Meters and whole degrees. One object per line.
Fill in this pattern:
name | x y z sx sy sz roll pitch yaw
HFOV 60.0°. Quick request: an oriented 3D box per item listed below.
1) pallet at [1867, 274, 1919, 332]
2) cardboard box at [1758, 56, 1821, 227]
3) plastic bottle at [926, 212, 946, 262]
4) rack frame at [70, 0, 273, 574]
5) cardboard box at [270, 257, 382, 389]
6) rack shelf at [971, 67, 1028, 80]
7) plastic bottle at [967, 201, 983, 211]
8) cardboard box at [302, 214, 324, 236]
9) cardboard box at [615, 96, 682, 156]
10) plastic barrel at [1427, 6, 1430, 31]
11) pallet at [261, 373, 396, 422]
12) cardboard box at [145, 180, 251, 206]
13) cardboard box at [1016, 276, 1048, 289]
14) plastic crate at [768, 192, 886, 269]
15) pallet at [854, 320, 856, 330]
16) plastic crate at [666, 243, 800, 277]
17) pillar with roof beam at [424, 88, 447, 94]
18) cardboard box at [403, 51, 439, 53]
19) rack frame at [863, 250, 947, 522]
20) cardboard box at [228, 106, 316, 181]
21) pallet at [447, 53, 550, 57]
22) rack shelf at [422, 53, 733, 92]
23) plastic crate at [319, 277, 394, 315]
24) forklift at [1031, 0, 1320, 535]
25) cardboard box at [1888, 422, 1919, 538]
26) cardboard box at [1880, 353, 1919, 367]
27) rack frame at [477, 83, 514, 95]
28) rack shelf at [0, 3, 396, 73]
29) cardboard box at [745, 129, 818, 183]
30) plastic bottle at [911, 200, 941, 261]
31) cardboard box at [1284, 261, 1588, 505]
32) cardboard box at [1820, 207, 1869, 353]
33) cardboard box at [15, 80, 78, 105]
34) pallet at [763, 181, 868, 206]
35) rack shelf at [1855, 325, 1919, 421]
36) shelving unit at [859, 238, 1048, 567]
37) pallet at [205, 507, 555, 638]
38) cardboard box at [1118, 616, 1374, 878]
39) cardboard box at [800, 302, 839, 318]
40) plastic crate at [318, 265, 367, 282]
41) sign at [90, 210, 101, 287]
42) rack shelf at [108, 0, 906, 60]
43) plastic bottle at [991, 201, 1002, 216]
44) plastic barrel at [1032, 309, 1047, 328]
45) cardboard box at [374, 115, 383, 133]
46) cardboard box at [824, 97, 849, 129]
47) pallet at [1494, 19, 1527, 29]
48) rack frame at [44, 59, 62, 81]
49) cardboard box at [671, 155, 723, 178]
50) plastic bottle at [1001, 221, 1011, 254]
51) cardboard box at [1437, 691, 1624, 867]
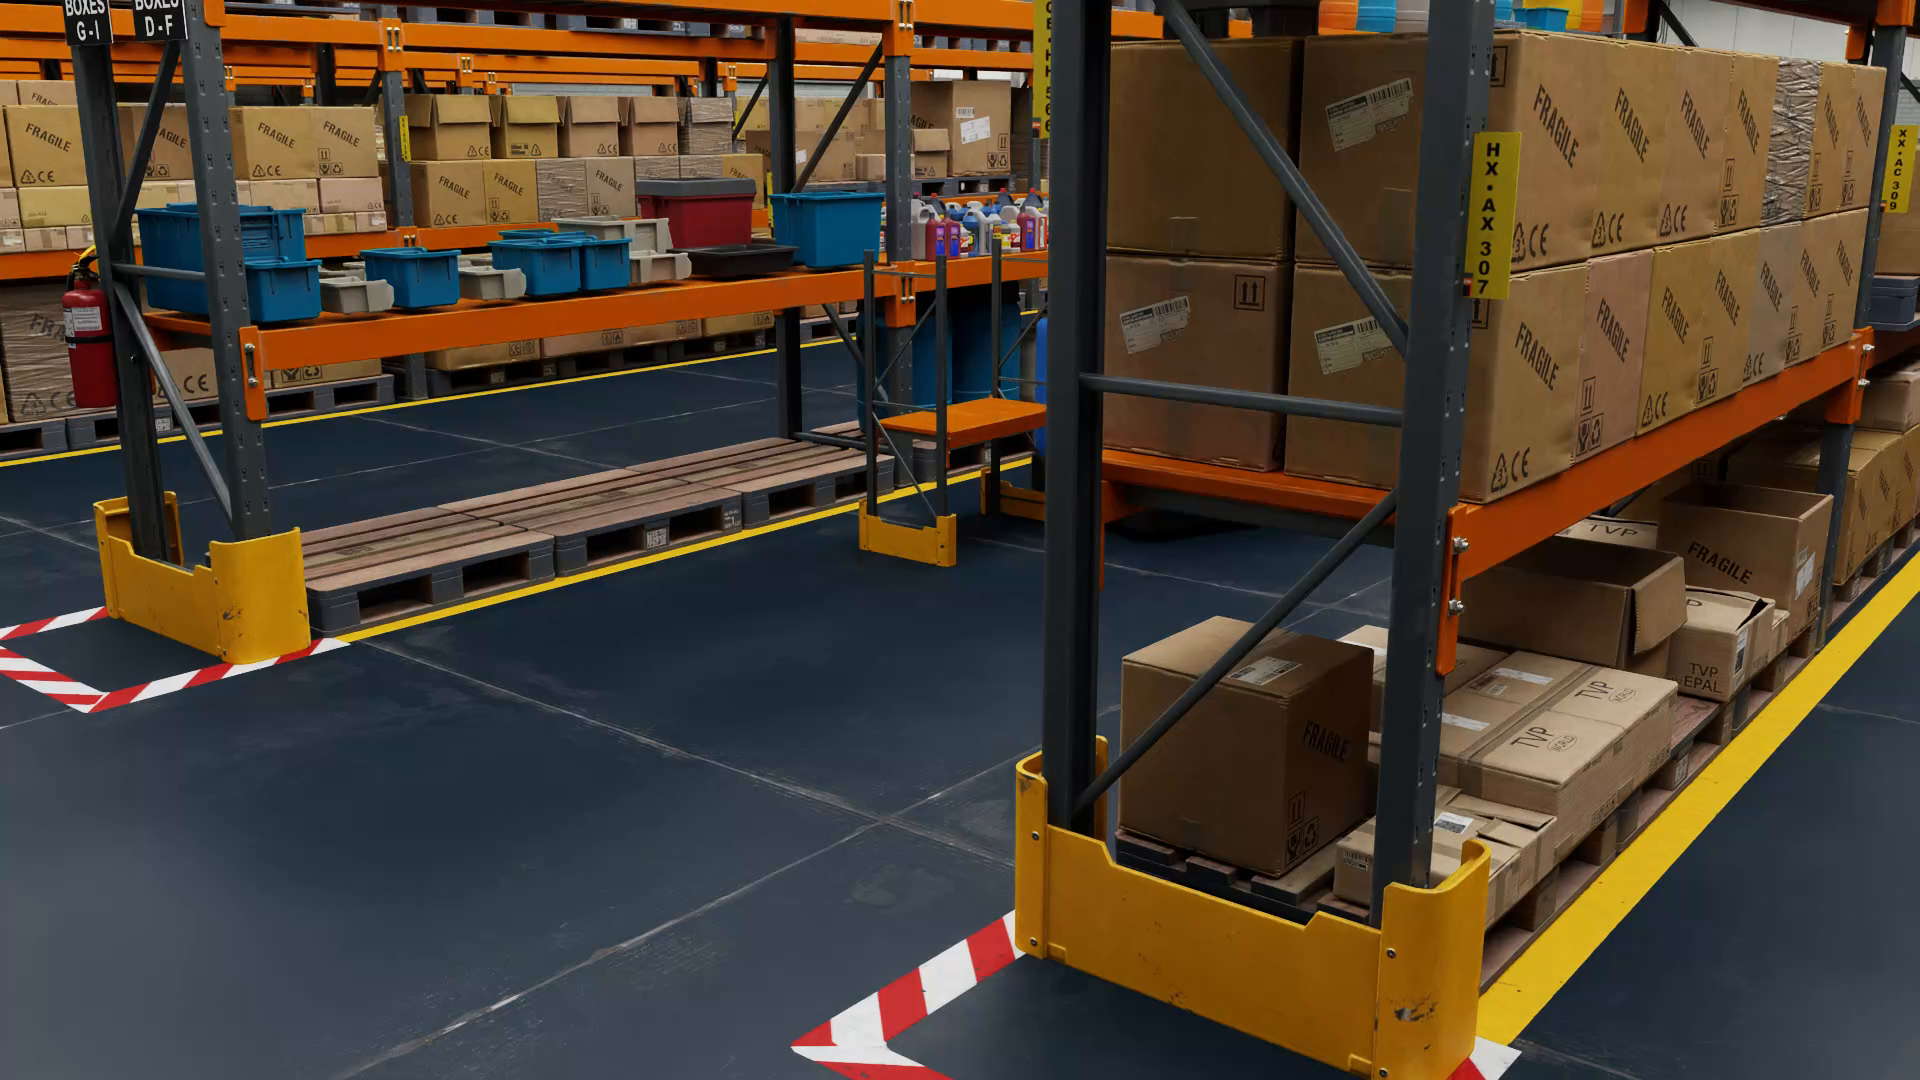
pallet | 3.734 -1.119 7.325 1.003 0.211 1.213 11 18 38
cardboard box | 2.394 -1.277 5.323 0.500 0.500 0.500 11 18 38
plastic bottle | -0.141 -1.791 9.816 0.061 0.283 0.133 11 18 38
rack frame | -3.217 -1.077 6.770 1.000 3.000 0.127 11 18 38
cardboard box | -5.033 -1.669 12.563 0.875 0.875 0.875 11 18 38
rack shelf | 1.729 -5.630 20.060 1.077 0.370 4.000 11 18 38
plastic bottle | 0.070 -2.145 11.226 0.152 0.276 0.135 11 18 38
cardboard box | -4.816 -2.280 12.016 0.380 0.149 0.250 11 18 37
cardboard box | -2.926 -3.648 14.651 0.797 0.503 0.637 12 18 39
plastic barrel | 4.174 -4.941 14.869 0.600 0.901 0.708 11 18 38
pallet | -5.095 -1.124 12.620 1.003 0.211 1.213 11 18 38
cardboard box | -5.273 -2.358 11.515 0.500 0.250 0.500 12 18 39
cardboard box | 0.755 -3.204 19.366 0.500 0.500 0.500 11 18 36
plastic crate | -0.731 -1.722 9.220 0.392 0.384 0.575 11 18 38
pallet | -0.782 -2.406 17.665 1.003 0.211 1.213 11 18 38
plastic crate | -1.198 -1.483 8.804 0.437 0.125 0.590 11 18 38
pillar with roof beam | -6.375 -9.456 27.569 9.100 9.000 0.400 11 18 38
cardboard box | -5.997 -5.516 17.948 0.500 0.500 0.500 11 18 38
rack frame | -0.266 -0.646 8.119 0.500 1.500 0.032 11 18 38
cardboard box | -4.955 -2.820 11.807 0.500 0.500 0.500 11 18 38
pallet | -5.473 -5.656 19.087 1.213 0.211 1.003 12 19 40
rack shelf | -4.579 -5.650 20.142 1.077 0.370 4.000 11 18 38
plastic crate | -2.540 -1.023 6.972 0.250 0.136 0.298 11 18 38
forklift | 1.917 -1.698 9.355 3.031 2.935 1.130 -9 17 -31
cardboard box | 4.287 -0.331 8.016 0.500 0.500 0.500 12 18 38
cardboard box | 4.584 -0.783 8.275 0.500 0.250 0.500 11 18 36
rack frame | -8.585 -7.208 30.906 1.000 3.000 0.127 11 18 38
rack shelf | -5.813 -3.332 11.014 1.077 0.370 4.000 11 18 38
cardboard box | -1.733 -3.737 16.185 0.500 0.500 0.500 9 17 31
plastic bottle | -0.205 -1.844 9.890 0.144 0.351 0.185 11 18 38
cardboard box | 1.117 -0.402 3.911 0.500 0.500 0.500 12 18 39
cardboard box | 3.032 -0.989 6.220 0.500 0.500 0.500 12 18 38
cardboard box | -8.435 -3.942 15.209 0.500 0.500 0.500 10 18 36
pallet | -1.677 -3.435 16.443 1.213 0.211 1.003 11 18 38
rack shelf | 4.404 -1.110 8.361 1.077 0.370 4.000 11 18 38
shelving unit | 0.048 -0.742 8.496 0.587 1.500 1.083 11 18 38
pallet | -2.669 0.123 7.711 1.003 0.211 1.213 11 18 38
cardboard box | 0.783 0.546 4.563 0.500 0.500 0.500 11 18 38
cardboard box | -1.636 -2.509 16.589 0.700 0.500 0.500 10 17 35
plastic crate | -2.846 -1.162 7.520 0.396 0.136 0.243 11 18 38
sign | -3.655 -1.238 7.073 0.100 0.325 0.005 11 18 38
rack shelf | -1.960 -2.565 7.997 1.077 0.370 4.000 11 18 38
plastic bottle | 0.253 -2.185 11.395 0.097 0.271 0.097 0 14 0
plastic barrel | 0.807 -1.331 11.815 0.600 0.588 0.708 11 18 38
cardboard box | -8.316 -5.654 23.126 0.500 0.500 0.500 10 18 35
cardboard box | -2.035 -5.898 23.250 0.875 0.550 0.500 11 18 38
pallet | 4.702 -4.891 16.073 1.213 0.211 1.003 11 18 38
rack frame | -8.350 -3.396 15.900 1.000 3.000 0.127 11 18 38
cardboard box | -2.477 -3.196 14.910 0.500 0.500 0.500 11 18 37
plastic bottle | 0.269 -1.883 10.346 0.097 0.201 0.097 0 14 0
cardboard box | 1.510 0.654 4.648 0.500 0.250 0.500 11 18 38
